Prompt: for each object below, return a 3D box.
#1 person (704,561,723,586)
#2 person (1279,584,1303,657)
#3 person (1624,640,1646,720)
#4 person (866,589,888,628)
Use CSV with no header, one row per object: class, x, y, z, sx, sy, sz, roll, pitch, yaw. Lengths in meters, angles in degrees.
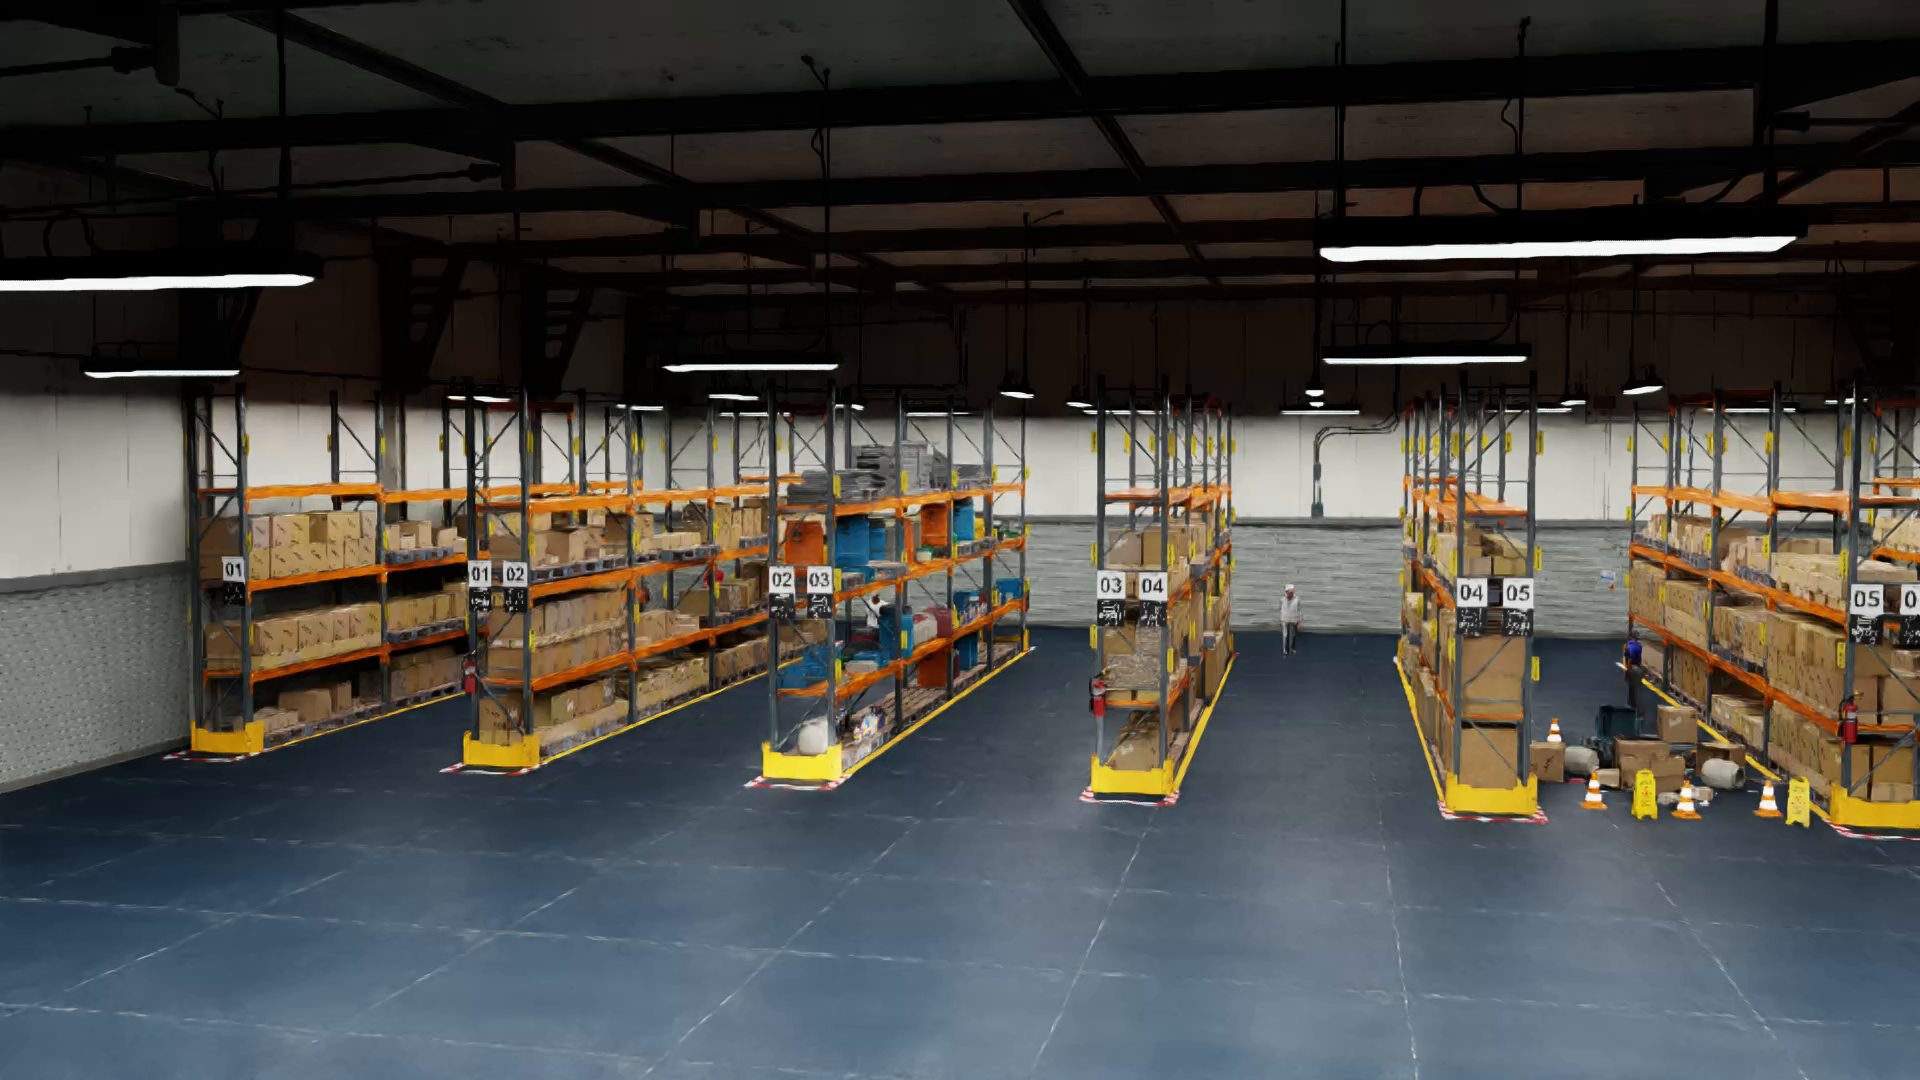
person,-7.044,1.452,47.023,0.714,1.718,0.535,-2,4,-27
person,7.827,1.893,39.340,0.555,1.725,1.029,1,3,11
person,12.212,2.533,30.245,0.562,1.450,0.511,2,4,36
person,-1.921,1.912,38.601,0.575,1.633,0.951,1,3,10
